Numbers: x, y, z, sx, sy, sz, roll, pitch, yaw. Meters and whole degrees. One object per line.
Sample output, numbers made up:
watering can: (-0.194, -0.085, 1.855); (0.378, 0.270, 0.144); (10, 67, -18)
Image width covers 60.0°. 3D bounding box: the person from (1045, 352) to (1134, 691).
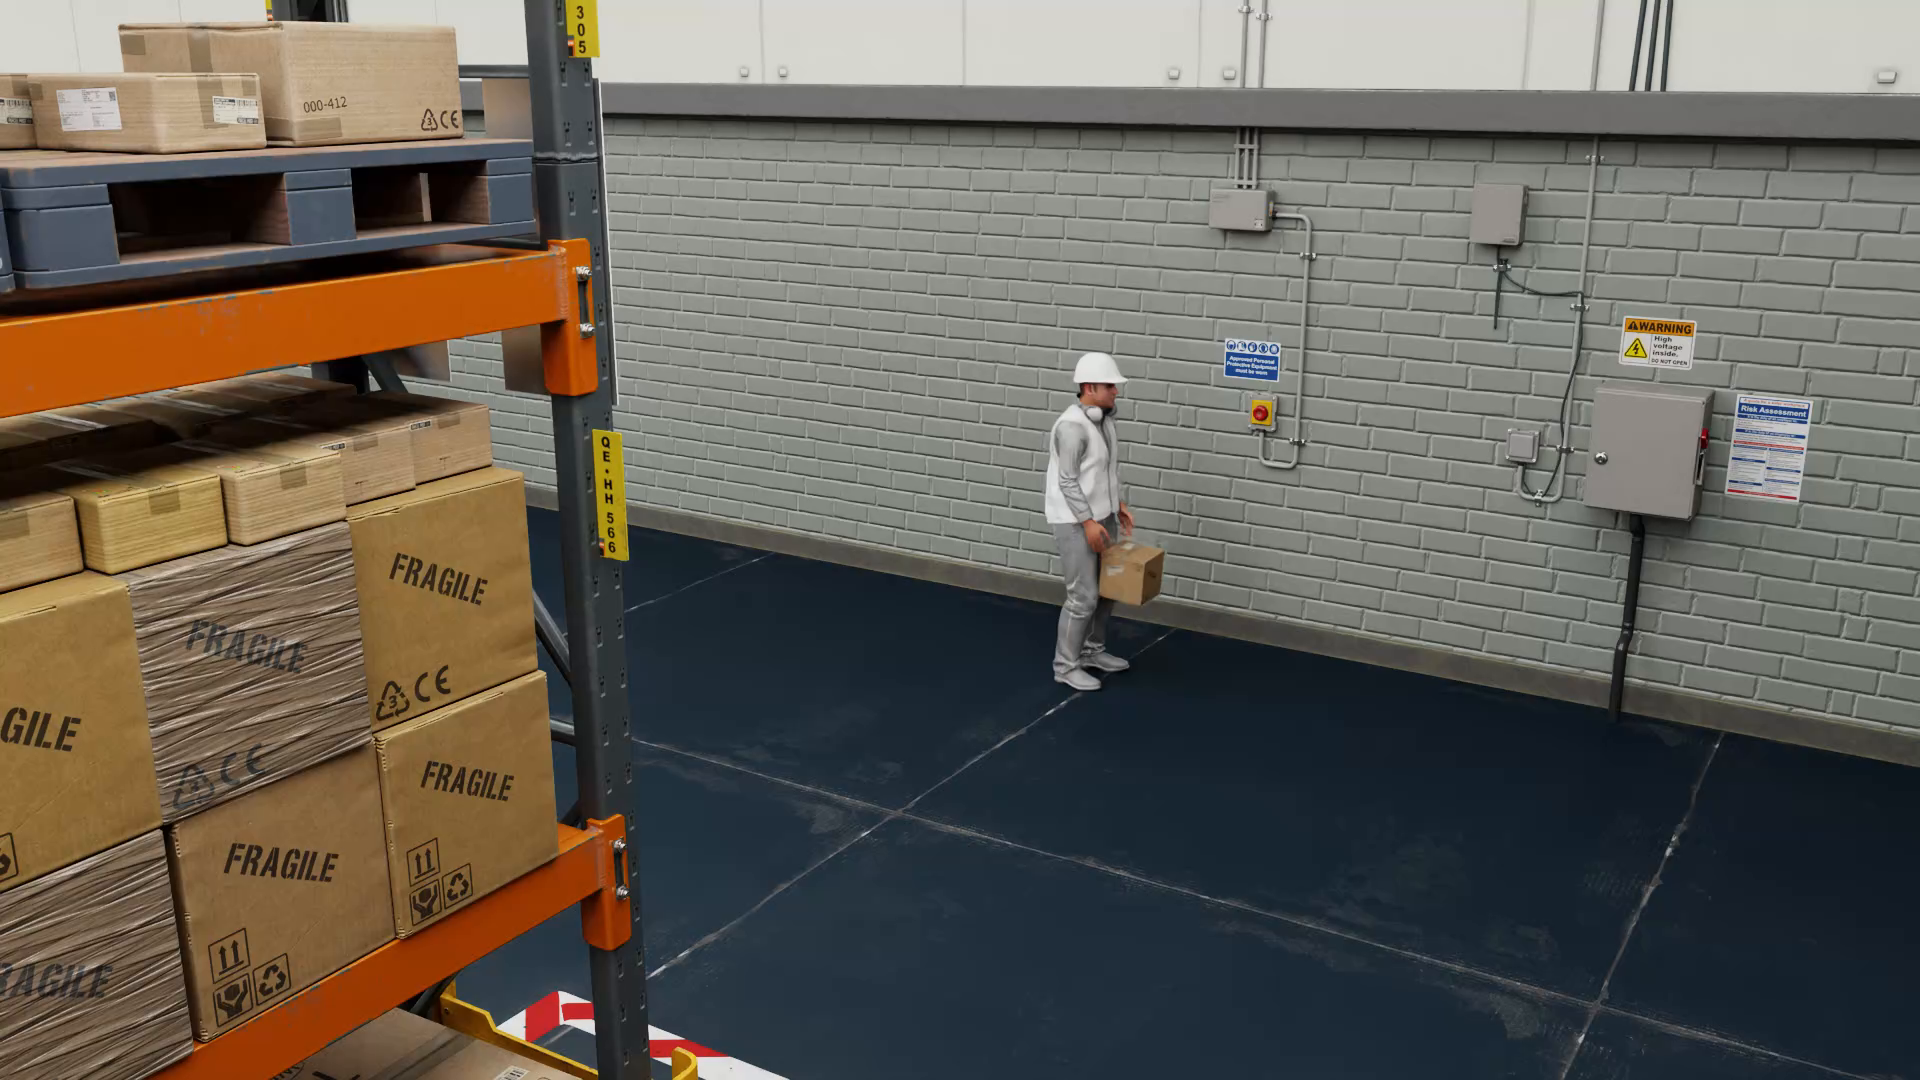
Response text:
person: (0.679, -0.122, 8.898); (0.423, 1.777, 0.555); (9, 18, 29)
